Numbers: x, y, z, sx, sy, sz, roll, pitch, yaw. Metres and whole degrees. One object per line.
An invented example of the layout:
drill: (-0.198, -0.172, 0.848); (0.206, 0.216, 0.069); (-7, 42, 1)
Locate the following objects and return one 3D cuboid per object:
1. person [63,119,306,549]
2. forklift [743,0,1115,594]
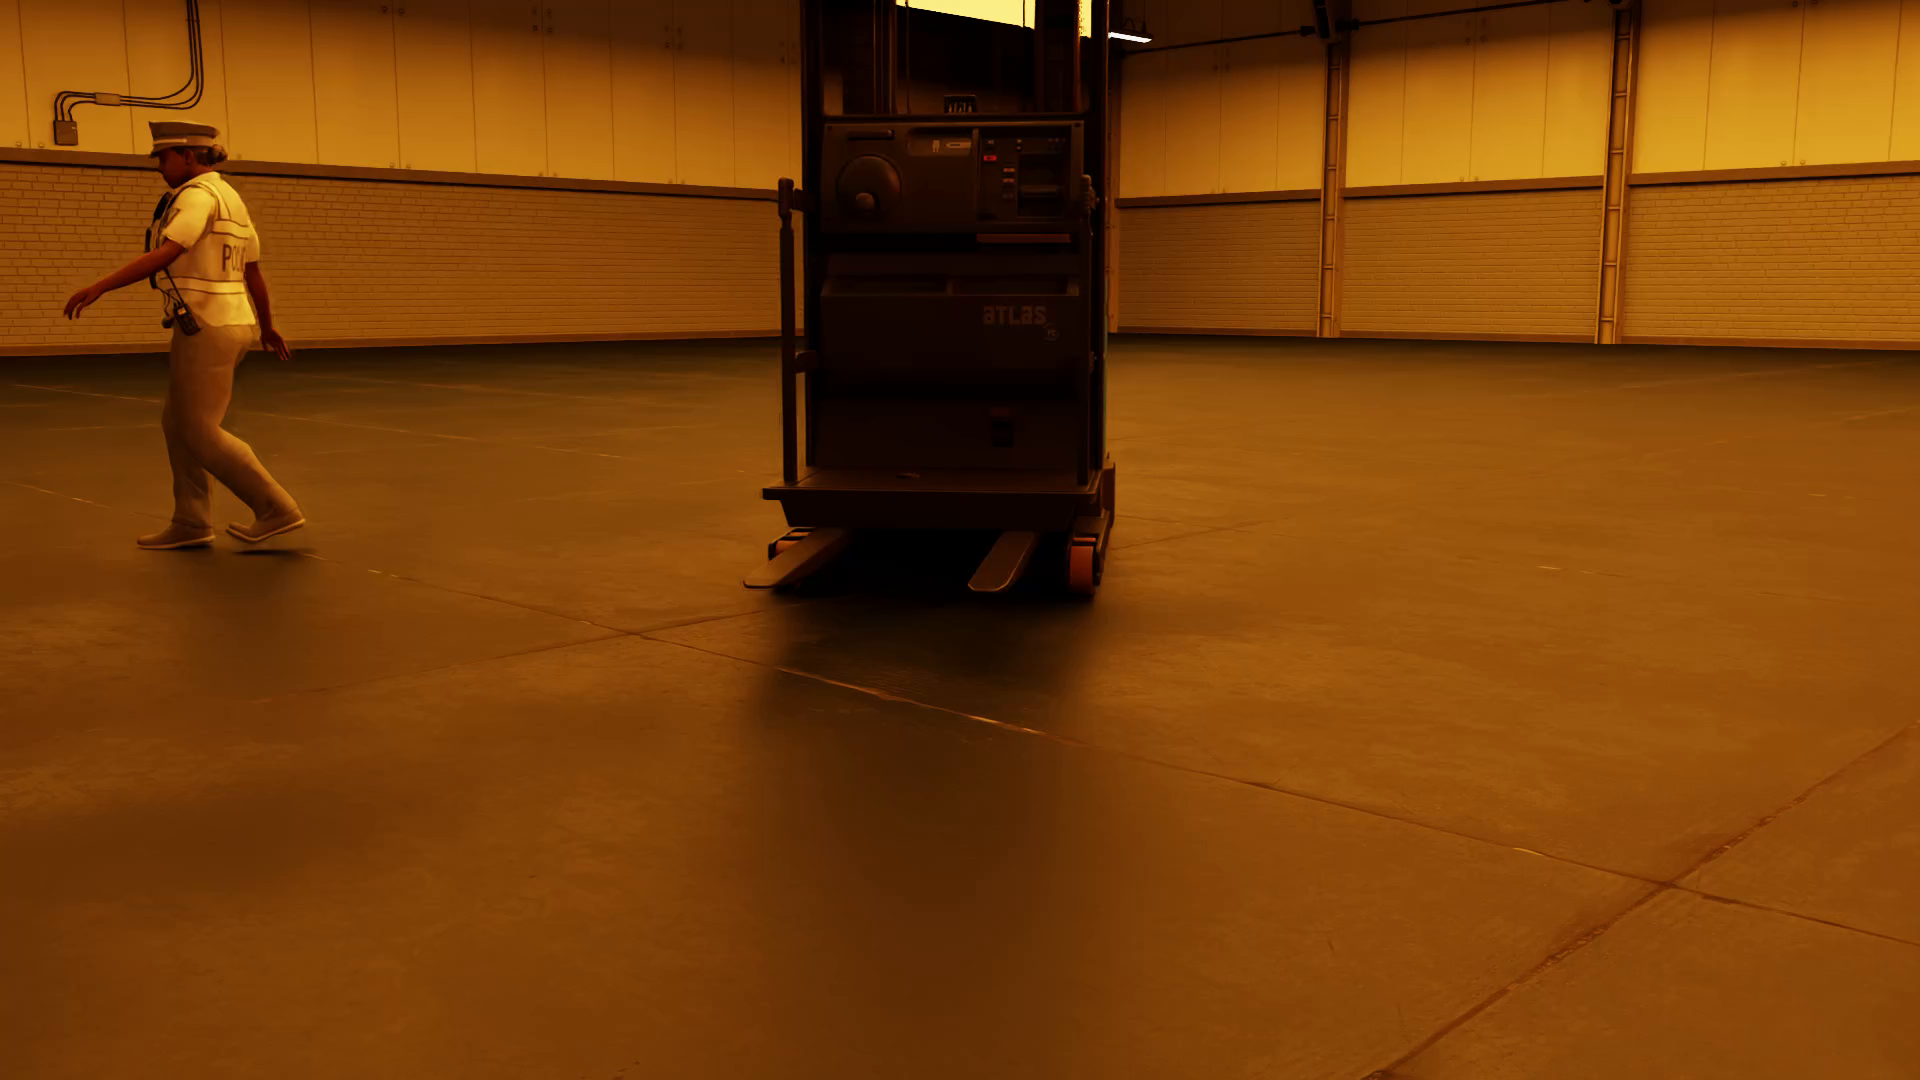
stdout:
person: (-2.919, -0.774, 6.402); (0.710, 1.645, 0.850); (-1, 9, -8)
forklift: (-0.052, -1.324, 5.668); (1.130, 2.935, 3.031); (1, 9, 7)
